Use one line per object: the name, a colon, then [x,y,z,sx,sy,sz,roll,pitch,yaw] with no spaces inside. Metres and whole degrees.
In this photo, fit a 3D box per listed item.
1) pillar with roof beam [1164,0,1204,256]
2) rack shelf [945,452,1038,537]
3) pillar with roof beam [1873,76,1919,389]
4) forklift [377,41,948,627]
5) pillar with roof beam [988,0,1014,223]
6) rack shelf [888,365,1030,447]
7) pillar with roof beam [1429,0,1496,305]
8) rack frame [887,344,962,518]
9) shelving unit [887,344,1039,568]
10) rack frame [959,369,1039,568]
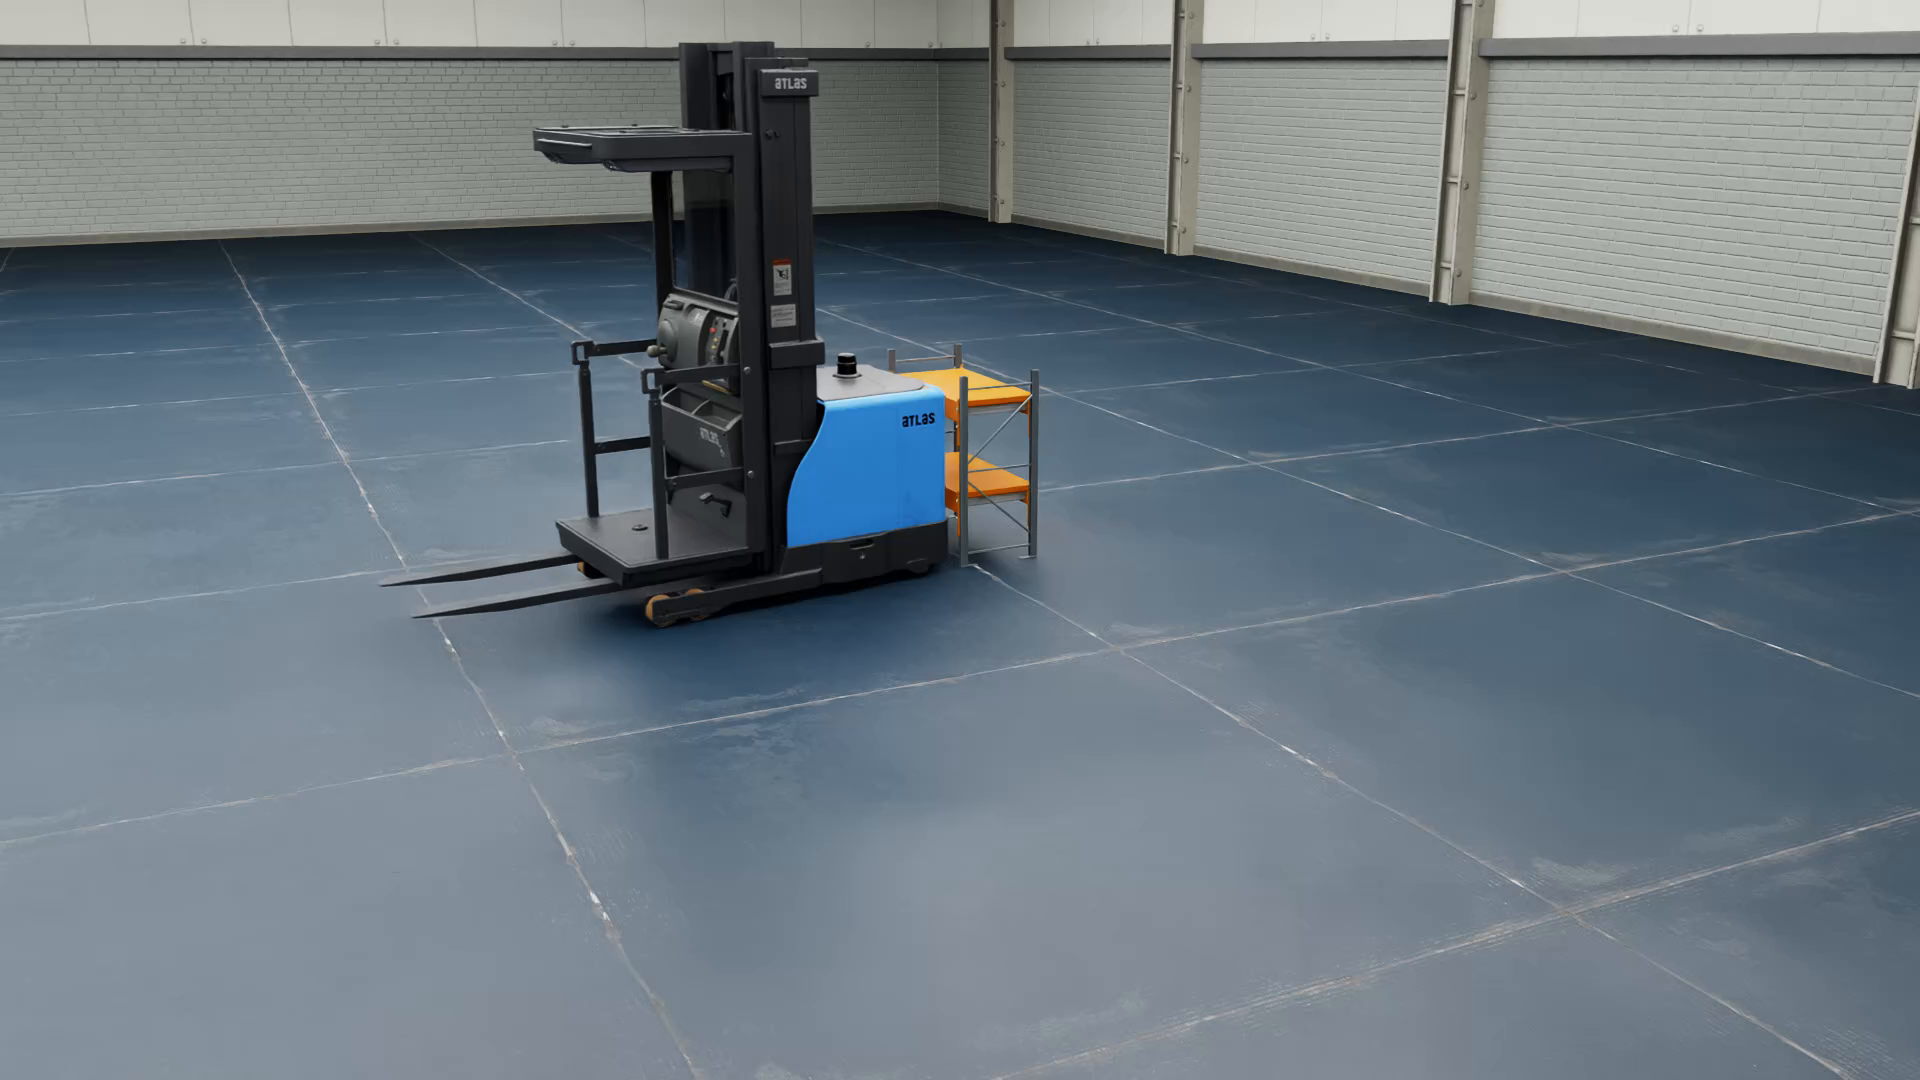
pillar with roof beam: [-0.493,-8.207,22.536,9.100,9.000,0.400,-8,18,-25]
rack shelf: [0.003,-0.304,10.157,0.538,0.278,1.000,-8,18,-25]
pillar with roof beam: [4.764,-5.232,12.167,9.100,9.000,0.400,-8,18,-25]
forklift: [-1.585,-1.121,8.844,3.031,2.935,1.130,-10,19,-31]
pillar with roof beam: [-3.121,-9.695,27.720,9.100,9.000,0.400,-8,18,-25]
rack shelf: [0.003,-0.820,10.009,0.538,0.278,1.000,-8,18,-25]
pillar with roof beam: [2.136,-6.719,17.352,9.100,9.000,0.400,-8,18,-25]
rack frame: [-0.220,-0.665,10.529,0.500,1.125,0.032,-8,18,-25]
shelving unit: [0.003,-0.539,10.090,0.538,1.125,1.048,-8,18,-25]
rack frame: [0.226,-0.413,9.650,0.500,1.125,0.032,-8,18,-25]
